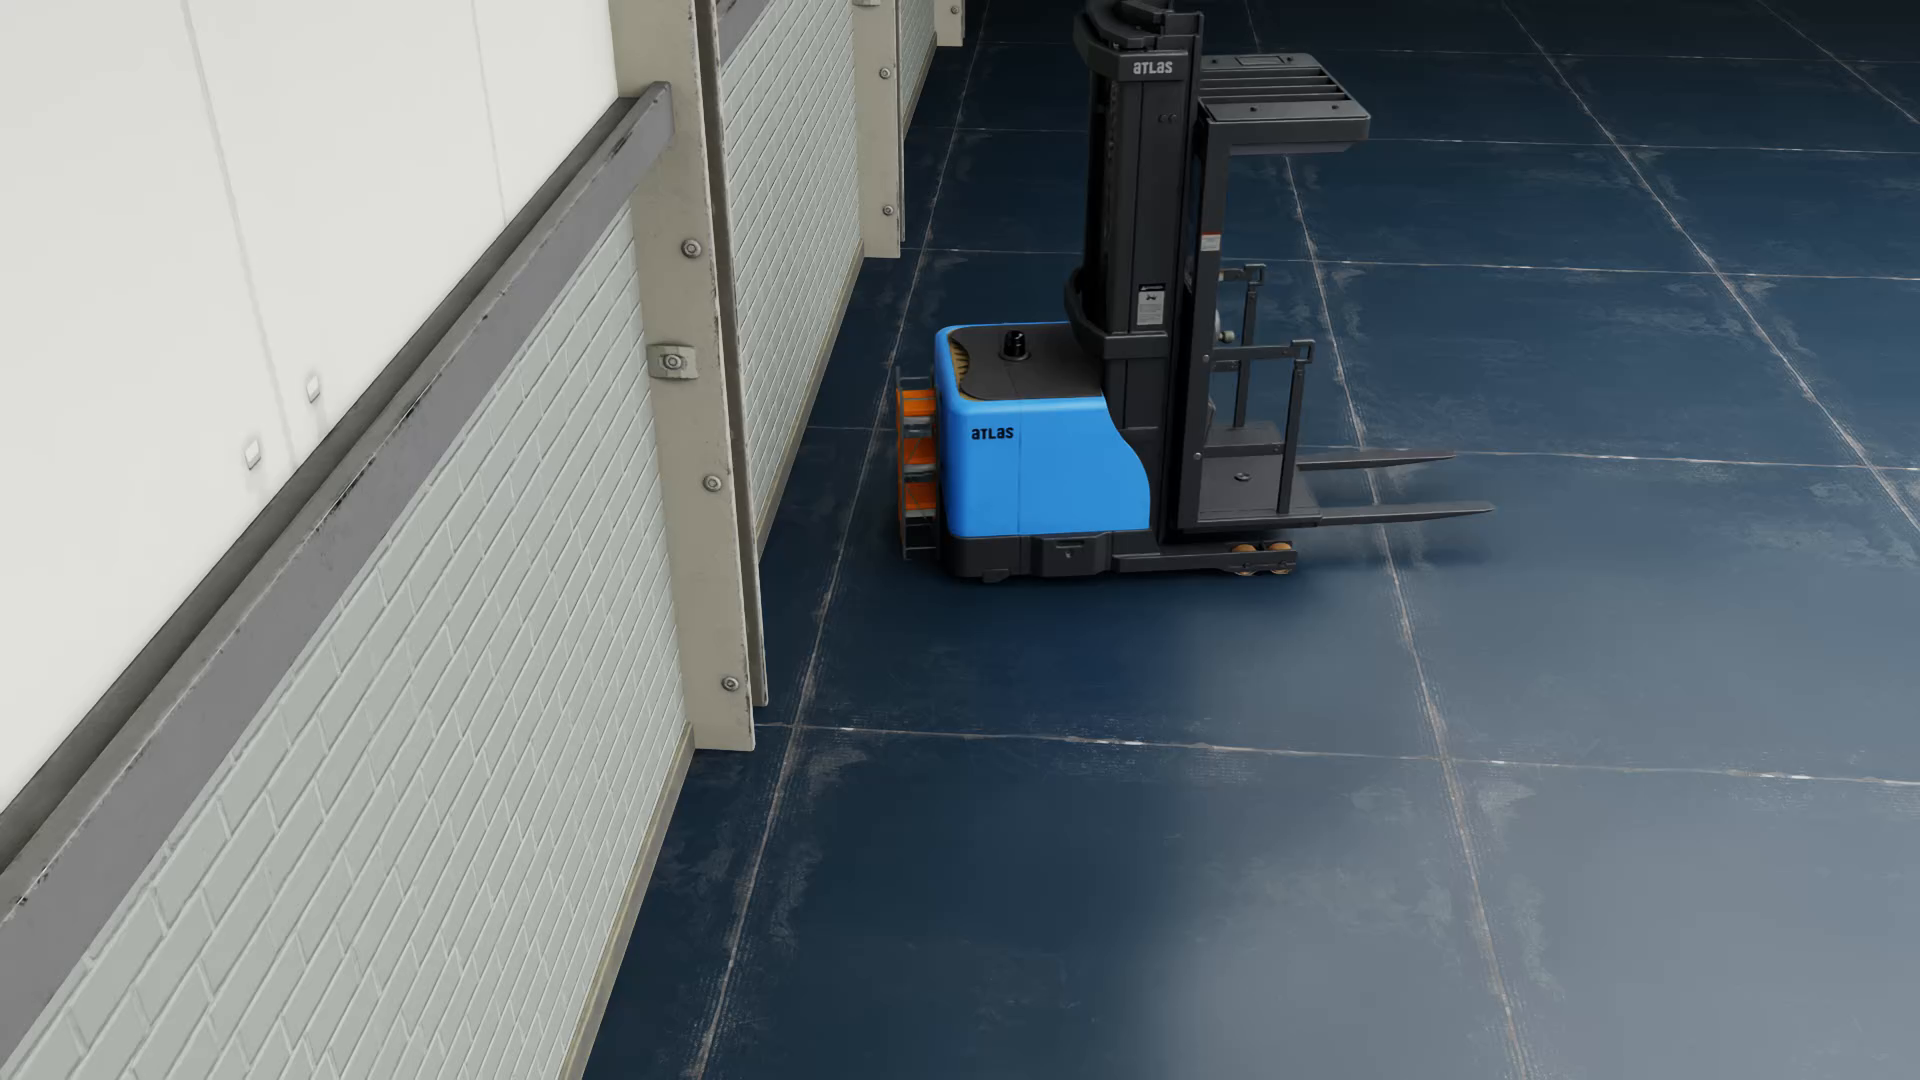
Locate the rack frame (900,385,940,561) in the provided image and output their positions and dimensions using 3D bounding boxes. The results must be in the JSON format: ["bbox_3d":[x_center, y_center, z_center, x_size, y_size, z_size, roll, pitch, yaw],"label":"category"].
[{"bbox_3d":[-0.210,-0.342,8.804,0.200,1.050,0.008,-3,32,-5],"label":"rack frame"}]

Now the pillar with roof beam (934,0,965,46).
[{"bbox_3d":[4.176,-9.058,15.372,9.100,9.000,0.400,2,32,4],"label":"pillar with roof beam"}]

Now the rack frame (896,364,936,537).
[{"bbox_3d":[-0.236,-0.469,9.011,0.200,1.050,0.008,-3,32,-5],"label":"rack frame"}]

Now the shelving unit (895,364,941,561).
[{"bbox_3d":[-0.223,-0.405,8.907,0.215,1.050,0.252,-3,32,-5],"label":"shelving unit"}]

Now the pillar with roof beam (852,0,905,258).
[{"bbox_3d":[3.688,-5.921,10.281,9.100,9.000,0.400,2,32,4],"label":"pillar with roof beam"}]

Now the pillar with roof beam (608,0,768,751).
[{"bbox_3d":[3.199,-2.784,5.190,9.100,9.000,0.400,2,32,4],"label":"pillar with roof beam"}]

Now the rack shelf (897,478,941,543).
[{"bbox_3d":[-0.223,-0.160,9.059,0.215,0.259,0.240,-3,32,-5],"label":"rack shelf"}]

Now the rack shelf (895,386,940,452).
[{"bbox_3d":[-0.223,-0.638,8.764,0.215,0.259,0.240,-3,32,-5],"label":"rack shelf"}]

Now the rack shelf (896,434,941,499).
[{"bbox_3d":[-0.223,-0.396,8.913,0.215,0.259,0.240,-3,32,-5],"label":"rack shelf"}]

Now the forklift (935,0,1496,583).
[{"bbox_3d":[1.397,-1.330,8.614,3.031,2.935,1.130,-3,32,-4],"label":"forklift"}]
